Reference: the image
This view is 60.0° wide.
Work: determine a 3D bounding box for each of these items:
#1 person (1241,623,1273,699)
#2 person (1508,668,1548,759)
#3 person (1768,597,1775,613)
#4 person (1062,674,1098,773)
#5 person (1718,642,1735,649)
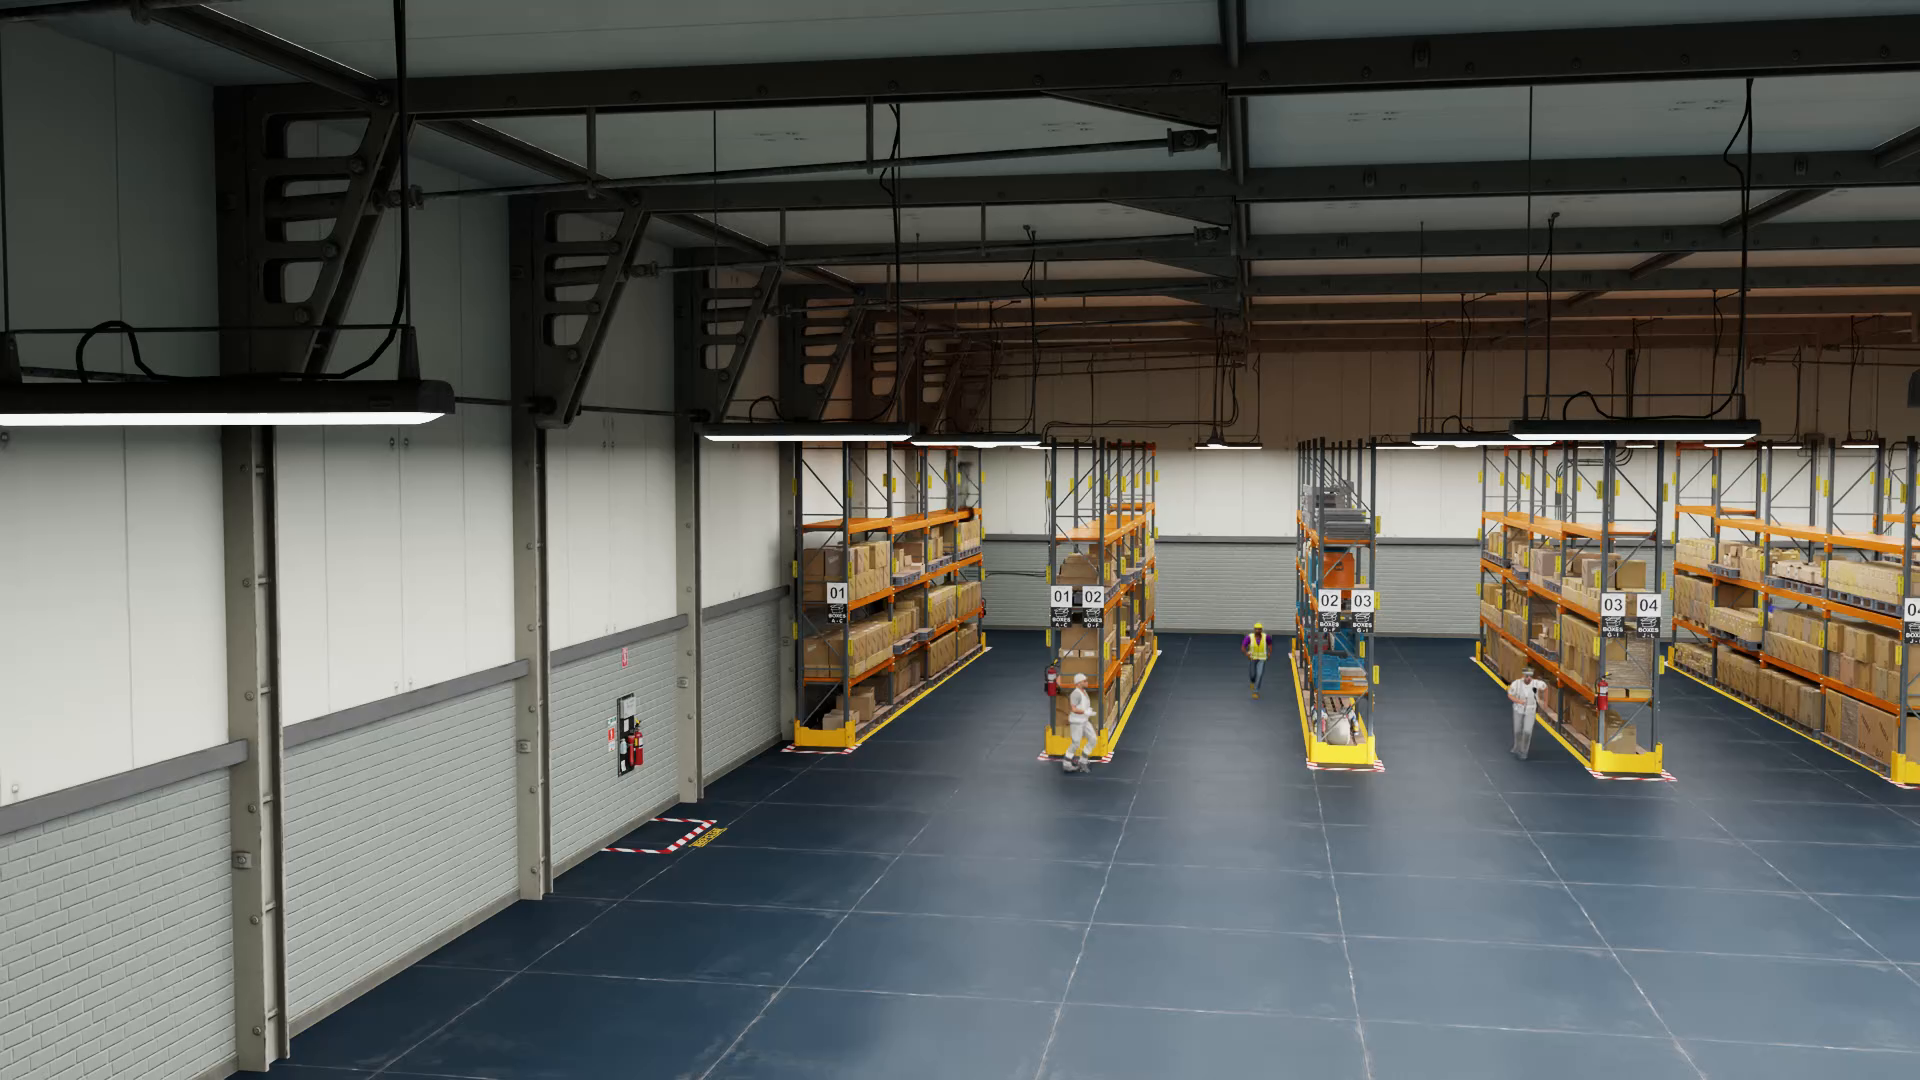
[{"bbox_3d":[6.959,2.804,38.957,0.727,1.746,0.871,0,3,6],"label":"person"},{"bbox_3d":[10.623,3.265,31.120,0.709,1.817,0.861,1,3,20],"label":"person"},{"bbox_3d":[22.803,2.433,46.919,0.667,1.670,0.550,-1,3,-13],"label":"person"},{"bbox_3d":[2.151,3.276,29.576,0.720,1.807,0.640,2,4,31],"label":"person"},{"bbox_3d":[20.798,2.481,45.110,0.758,1.778,0.754,-1,3,-18],"label":"person"}]
